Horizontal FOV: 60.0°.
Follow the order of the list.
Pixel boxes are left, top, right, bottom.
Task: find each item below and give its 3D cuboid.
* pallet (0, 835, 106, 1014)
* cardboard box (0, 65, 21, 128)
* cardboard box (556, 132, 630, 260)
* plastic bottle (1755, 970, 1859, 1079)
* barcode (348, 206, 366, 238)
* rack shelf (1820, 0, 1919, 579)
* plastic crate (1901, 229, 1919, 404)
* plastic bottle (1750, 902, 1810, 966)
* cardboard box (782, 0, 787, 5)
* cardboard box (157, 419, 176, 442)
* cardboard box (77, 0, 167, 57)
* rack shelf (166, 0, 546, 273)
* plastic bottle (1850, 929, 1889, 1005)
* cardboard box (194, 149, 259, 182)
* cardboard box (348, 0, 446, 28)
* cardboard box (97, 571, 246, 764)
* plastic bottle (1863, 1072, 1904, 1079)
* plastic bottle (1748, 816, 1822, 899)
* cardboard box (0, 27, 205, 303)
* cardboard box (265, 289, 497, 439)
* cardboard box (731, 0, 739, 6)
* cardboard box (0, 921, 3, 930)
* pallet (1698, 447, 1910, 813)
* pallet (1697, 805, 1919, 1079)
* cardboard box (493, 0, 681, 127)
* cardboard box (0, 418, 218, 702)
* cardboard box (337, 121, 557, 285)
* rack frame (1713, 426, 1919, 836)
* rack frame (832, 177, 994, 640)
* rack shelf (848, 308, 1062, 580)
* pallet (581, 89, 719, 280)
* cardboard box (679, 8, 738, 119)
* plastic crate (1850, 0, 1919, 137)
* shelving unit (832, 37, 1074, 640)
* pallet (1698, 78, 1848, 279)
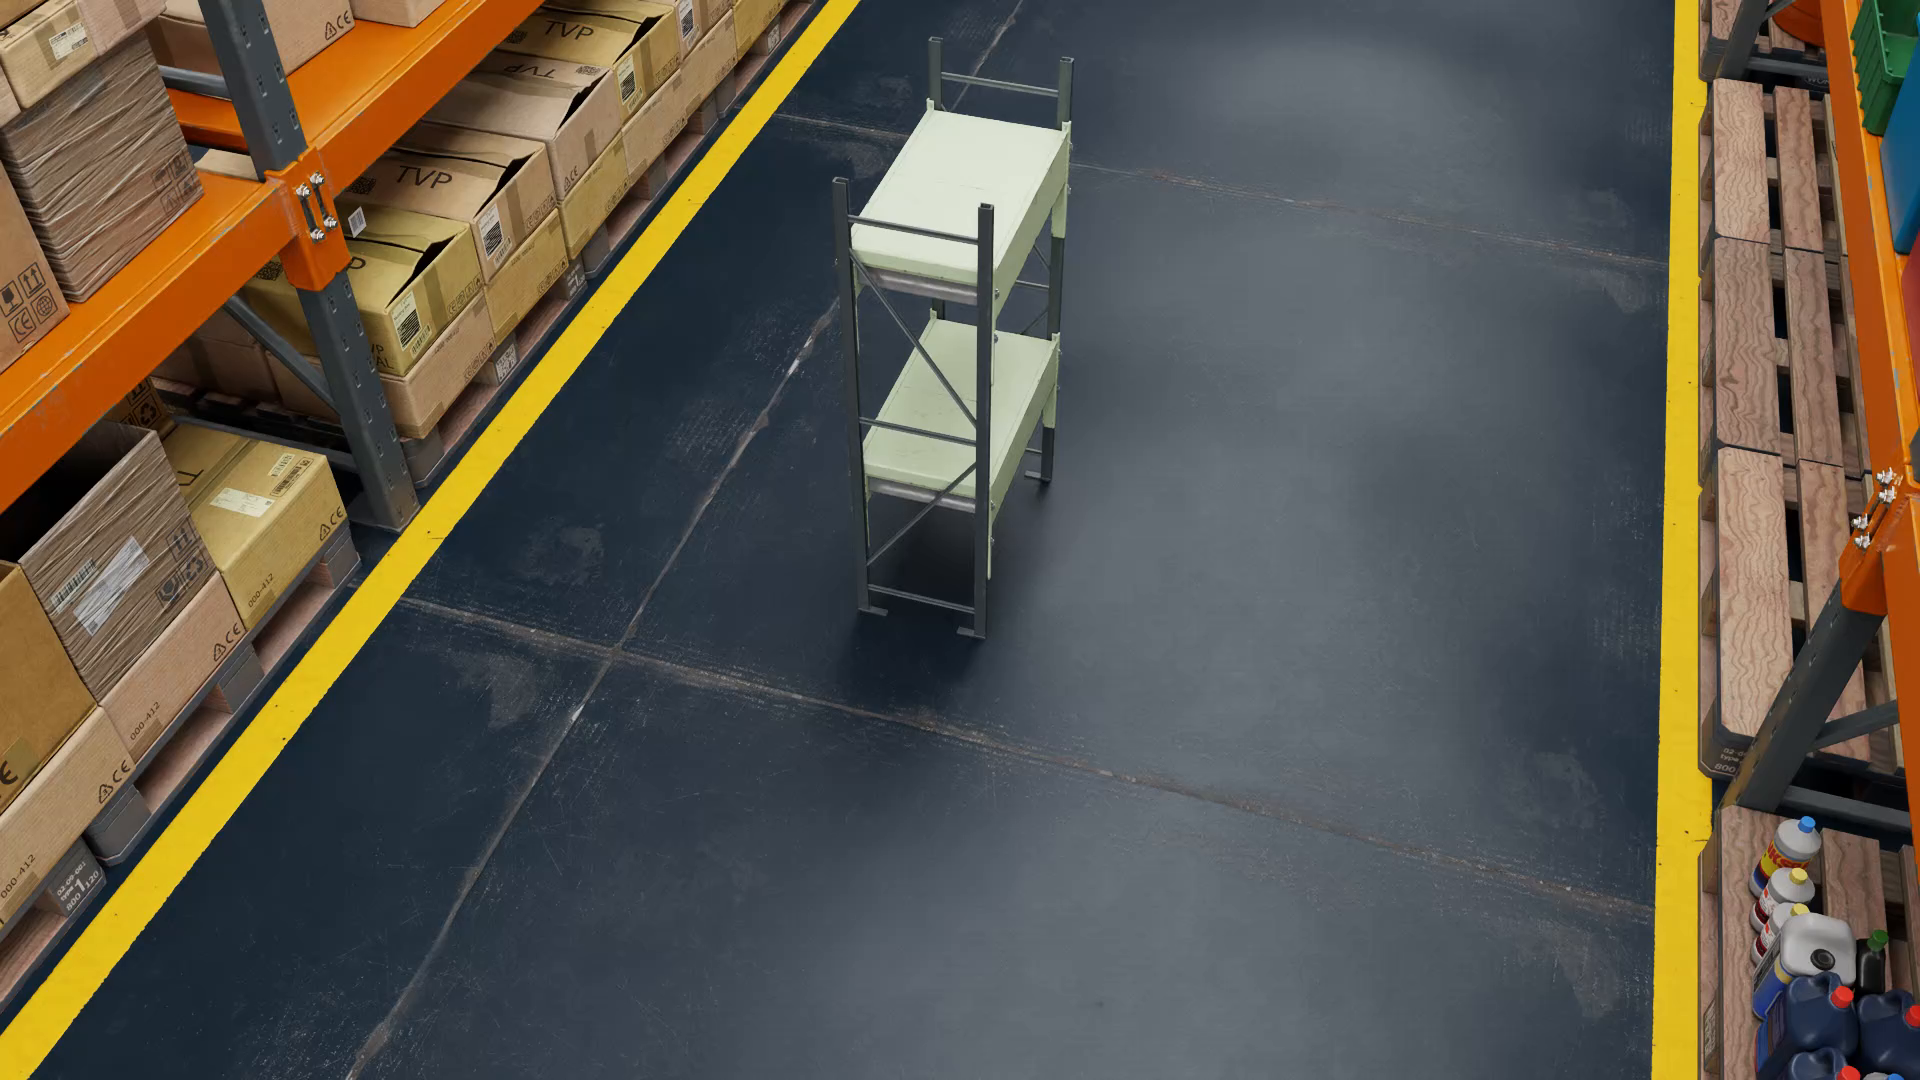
[{"bbox_3d":[-2.875,1.098,3.977,1.003,0.211,1.213,13,46,13],"label":"pallet"},{"bbox_3d":[-2.259,-0.937,3.528,0.380,0.149,0.250,11,46,11],"label":"cardboard box"},{"bbox_3d":[-1.558,-1.306,6.105,0.500,0.250,0.500,11,45,11],"label":"cardboard box"},{"bbox_3d":[1.853,1.056,3.606,0.144,0.351,0.185,14,46,14],"label":"plastic bottle"},{"bbox_3d":[-1.753,-0.924,4.836,0.001,0.075,0.075,13,46,13],"label":"barcode"},{"bbox_3d":[3.098,-1.260,4.907,1.077,0.370,4.000,13,46,13],"label":"rack shelf"},{"bbox_3d":[2.348,-0.594,3.667,0.402,0.464,0.583,13,46,13],"label":"plastic crate"},{"bbox_3d":[1.917,0.914,3.857,0.097,0.201,0.097,0,44,0],"label":"plastic bottle"},{"bbox_3d":[-0.943,-2.667,7.496,0.500,0.250,0.500,14,46,13],"label":"cardboard box"},{"bbox_3d":[-2.656,-0.158,4.933,0.500,0.250,0.500,13,46,13],"label":"cardboard box"},{"bbox_3d":[-2.105,-1.277,3.875,0.380,0.149,0.250,12,46,12],"label":"cardboard box"},{"bbox_3d":[-1.621,-2.312,5.982,1.077,0.370,4.000,13,46,13],"label":"rack shelf"},{"bbox_3d":[2.008,0.993,3.718,0.061,0.283,0.133,13,46,13],"label":"plastic bottle"},{"bbox_3d":[-2.226,-1.282,5.680,0.500,0.311,0.500,14,46,14],"label":"cardboard box"},{"bbox_3d":[-1.764,-1.693,5.015,0.380,0.149,0.250,13,46,13],"label":"cardboard box"},{"bbox_3d":[-2.320,0.284,4.481,0.500,0.250,0.500,13,46,13],"label":"cardboard box"},{"bbox_3d":[1.924,1.206,3.509,0.097,0.271,0.097,0,44,0],"label":"plastic bottle"},{"bbox_3d":[1.978,0.753,3.971,0.097,0.271,0.097,0,44,0],"label":"plastic bottle"},{"bbox_3d":[-2.355,-0.974,4.029,0.700,0.500,0.500,11,46,11],"label":"cardboard box"},{"bbox_3d":[-1.869,-0.619,5.404,0.500,0.250,0.500,12,46,12],"label":"cardboard box"},{"bbox_3d":[-1.091,-2.521,6.946,0.500,0.311,0.500,12,46,12],"label":"cardboard box"},{"bbox_3d":[-2.608,0.953,3.797,0.500,0.250,0.500,13,46,13],"label":"cardboard box"},{"bbox_3d":[2.693,0.281,4.812,1.003,0.211,1.213,13,46,13],"label":"pallet"},{"bbox_3d":[2.250,1.252,3.820,1.003,0.211,1.213,13,46,13],"label":"pallet"},{"bbox_3d":[-1.400,-1.851,6.262,0.500,0.311,0.500,14,46,14],"label":"cardboard box"},{"bbox_3d":[-2.322,0.015,4.219,0.500,0.500,0.500,13,46,13],"label":"cardboard box"},{"bbox_3d":[-1.708,-1.159,5.554,0.500,0.311,0.500,12,46,12],"label":"cardboard box"},{"bbox_3d":[2.493,-0.184,3.293,1.000,3.000,0.127,13,46,13],"label":"rack frame"},{"bbox_3d":[-0.113,-0.288,4.472,0.400,1.500,0.023,13,46,12],"label":"rack frame"},{"bbox_3d":[-0.002,-0.299,4.949,0.431,0.370,0.720,13,46,12],"label":"rack shelf"},{"bbox_3d":[-1.673,-1.554,6.687,1.003,0.211,1.213,13,46,13],"label":"pallet"},{"bbox_3d":[-1.250,-1.988,6.803,0.500,0.250,0.500,14,46,13],"label":"cardboard box"},{"bbox_3d":[2.751,-1.329,4.615,0.450,0.188,0.662,13,46,13],"label":"plastic crate"},{"bbox_3d":[-0.002,-0.532,4.721,0.431,1.500,0.755,13,46,12],"label":"shelving unit"},{"bbox_3d":[3.432,-1.345,6.474,1.003,0.211,1.213,13,46,13],"label":"pallet"}]
